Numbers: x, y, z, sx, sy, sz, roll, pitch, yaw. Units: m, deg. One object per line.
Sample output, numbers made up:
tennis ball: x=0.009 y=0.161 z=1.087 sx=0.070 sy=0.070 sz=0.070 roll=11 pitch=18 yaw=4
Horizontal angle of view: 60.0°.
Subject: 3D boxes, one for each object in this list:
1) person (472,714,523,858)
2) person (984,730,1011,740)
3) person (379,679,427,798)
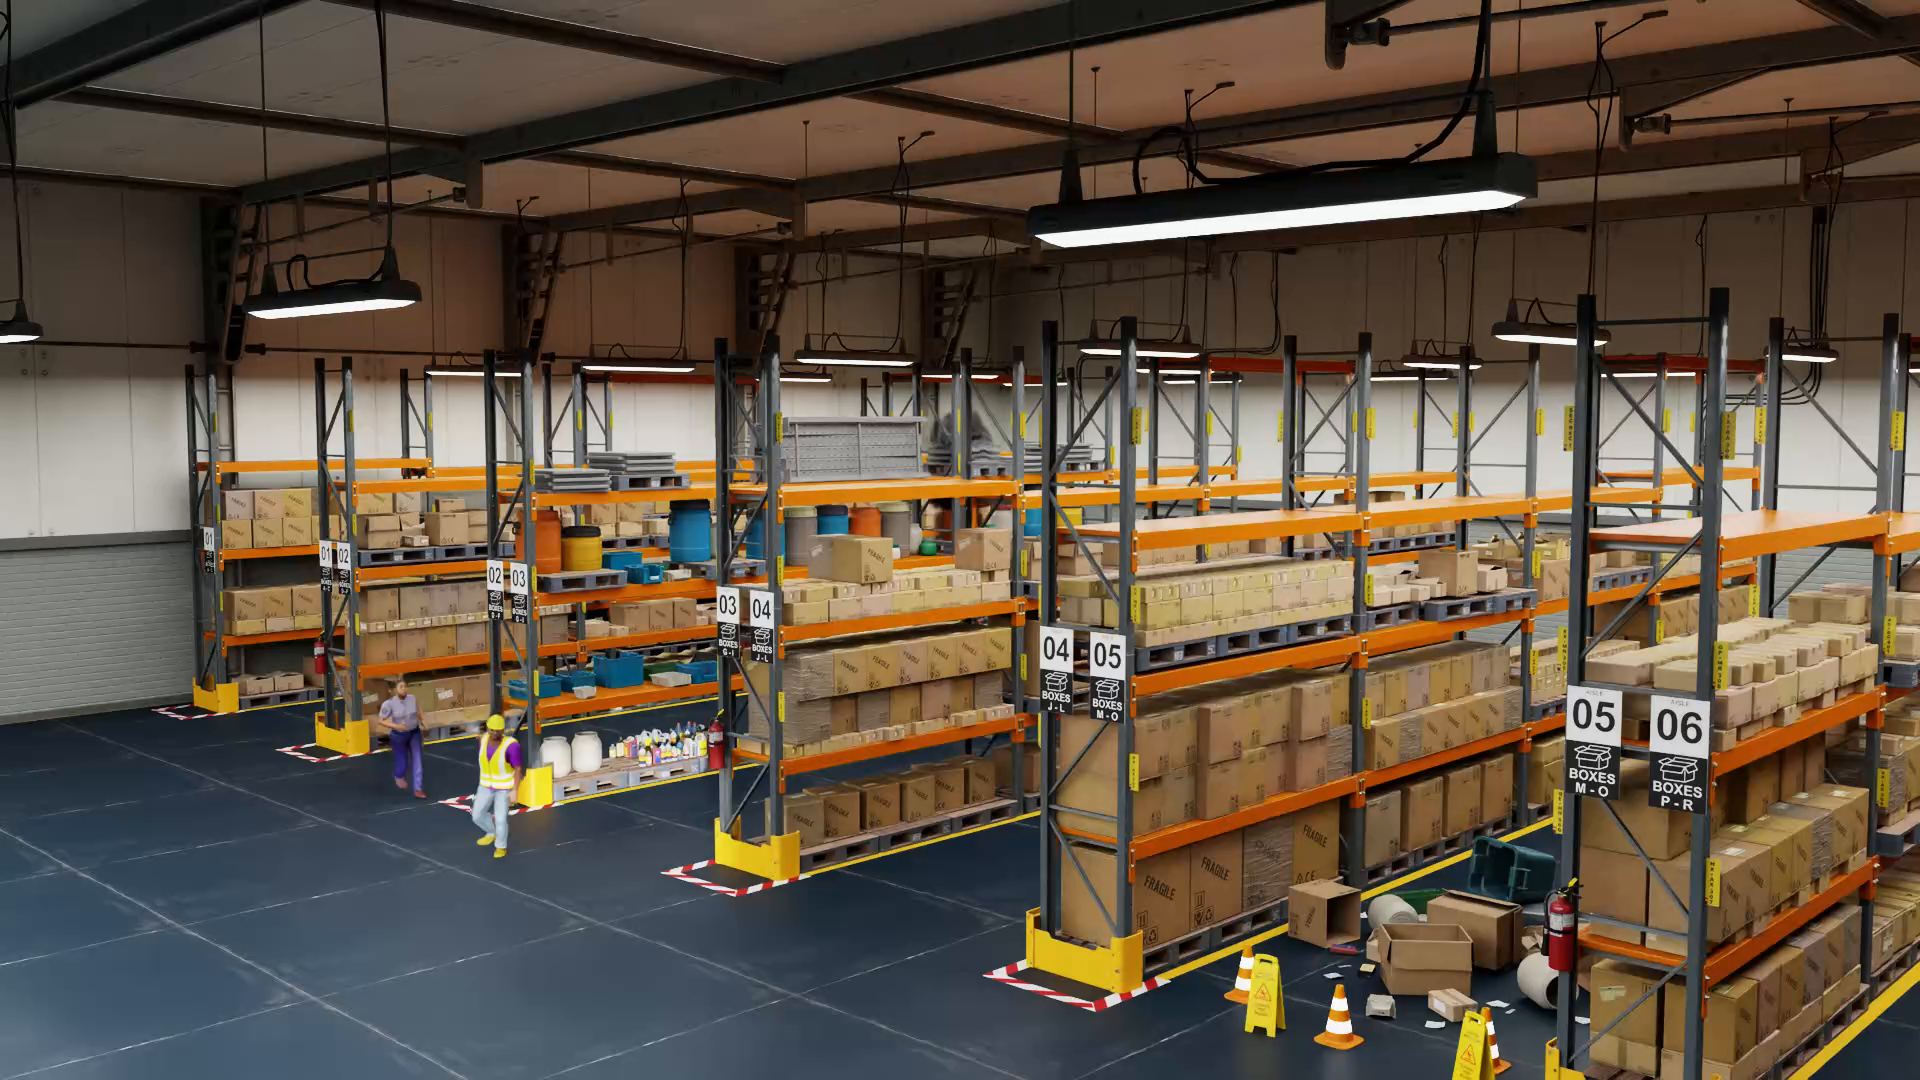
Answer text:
person: x=-5.363 y=2.837 z=19.230 sx=0.717 sy=1.718 sz=0.609 roll=1 pitch=5 yaw=14
person: x=0.579 y=2.367 z=26.355 sx=0.638 sy=1.624 sz=0.771 roll=0 pitch=4 yaw=-3
person: x=-7.513 y=2.661 z=22.386 sx=0.647 sy=1.588 sz=0.843 roll=-4 pitch=6 yaw=-40
